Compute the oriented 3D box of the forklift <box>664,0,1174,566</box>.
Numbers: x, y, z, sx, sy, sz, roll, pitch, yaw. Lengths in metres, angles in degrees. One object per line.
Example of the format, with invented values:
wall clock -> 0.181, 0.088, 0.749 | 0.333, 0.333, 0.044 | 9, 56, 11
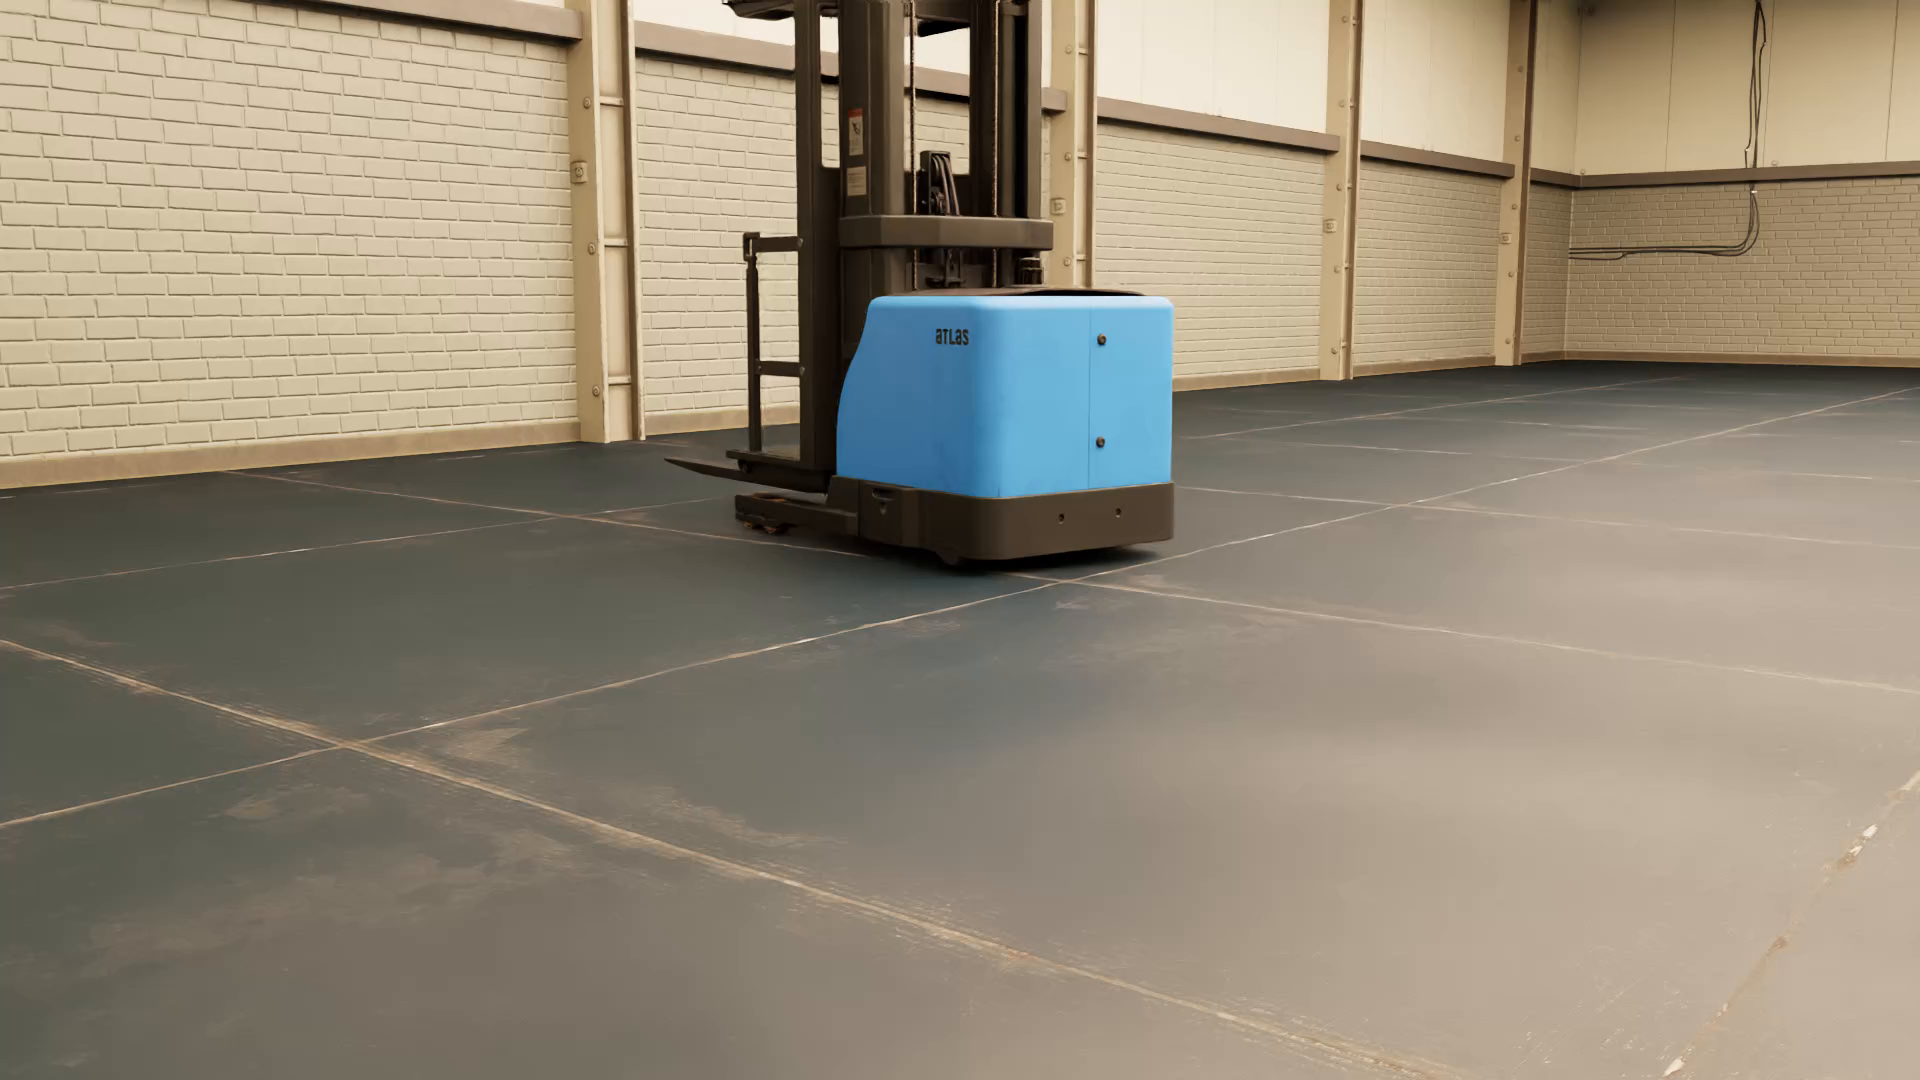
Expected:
forklift -> -0.395, -1.516, 7.640 | 1.130, 2.935, 3.031 | -6, 10, -37
